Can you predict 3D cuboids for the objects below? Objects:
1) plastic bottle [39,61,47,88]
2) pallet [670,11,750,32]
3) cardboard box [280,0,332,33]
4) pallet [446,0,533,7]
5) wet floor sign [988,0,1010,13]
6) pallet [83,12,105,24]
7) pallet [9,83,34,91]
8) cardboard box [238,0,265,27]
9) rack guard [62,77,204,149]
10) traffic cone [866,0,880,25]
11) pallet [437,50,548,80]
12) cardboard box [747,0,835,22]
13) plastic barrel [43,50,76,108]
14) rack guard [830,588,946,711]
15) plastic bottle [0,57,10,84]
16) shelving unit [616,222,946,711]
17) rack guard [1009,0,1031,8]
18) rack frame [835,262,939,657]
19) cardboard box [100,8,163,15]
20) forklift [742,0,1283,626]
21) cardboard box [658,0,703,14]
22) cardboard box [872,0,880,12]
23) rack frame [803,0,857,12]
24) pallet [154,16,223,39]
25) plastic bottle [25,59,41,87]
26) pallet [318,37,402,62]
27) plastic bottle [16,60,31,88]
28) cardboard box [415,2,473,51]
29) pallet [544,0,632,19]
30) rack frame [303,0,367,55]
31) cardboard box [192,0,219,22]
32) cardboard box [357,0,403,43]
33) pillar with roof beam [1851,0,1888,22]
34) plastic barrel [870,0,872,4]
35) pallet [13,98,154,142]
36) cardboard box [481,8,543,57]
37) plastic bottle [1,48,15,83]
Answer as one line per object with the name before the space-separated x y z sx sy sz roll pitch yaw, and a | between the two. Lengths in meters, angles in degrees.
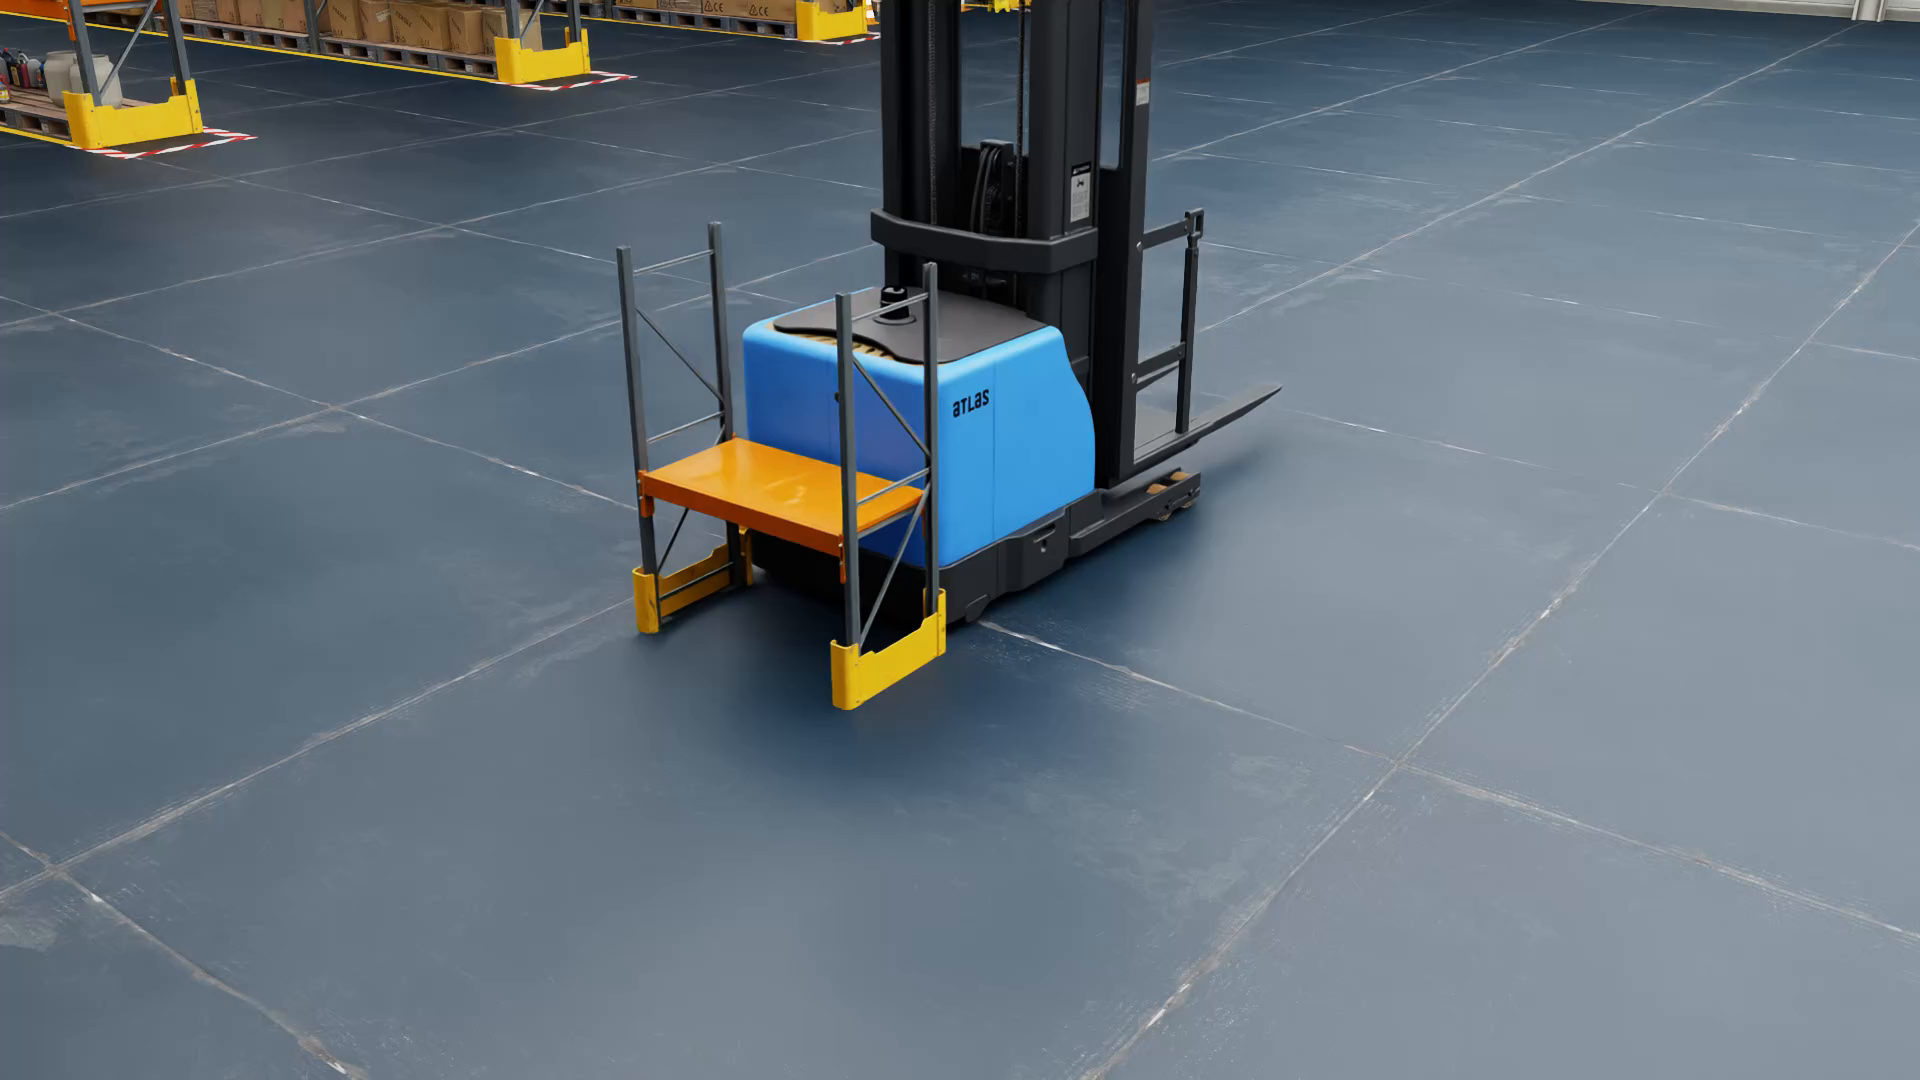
plastic bottle | -9.602 -4.890 17.466 0.097 0.271 0.097 0 24 0
pallet | -3.454 -7.603 24.245 1.213 0.211 1.003 17 29 33
cardboard box | -8.530 -7.020 22.018 0.500 0.500 0.700 14 28 29
pallet | -7.611 -8.860 27.096 1.213 0.211 1.003 17 29 33
wet floor sign | 0.603 -8.569 25.898 0.267 0.644 0.232 -15 28 -30
pallet | -12.810 -8.009 25.165 1.213 0.211 1.003 17 29 33
pallet | -10.510 -4.758 17.786 1.213 0.211 1.003 17 29 33
cardboard box | -9.348 -7.277 22.600 0.500 0.500 0.700 14 27 29
rack guard | -7.910 -4.102 15.939 0.348 0.500 1.175 17 29 33
traffic cone | -1.369 -7.842 24.474 0.334 0.463 0.336 17 29 33
pallet | -5.541 -5.790 20.130 1.213 0.211 1.003 17 29 33
cardboard box | -2.378 -7.779 23.298 0.875 0.875 0.875 17 29 34
plastic barrel | -8.795 -4.552 16.425 0.421 0.512 0.421 0 24 0
rack guard | -0.253 0.389 6.058 0.087 0.250 0.587 17 29 33
plastic bottle | -10.249 -5.001 17.713 0.135 0.276 0.152 17 29 33
shelving unit | -0.653 -0.303 6.077 1.083 1.500 0.587 17 29 33
rack guard | 1.032 -8.912 26.857 0.348 0.500 1.175 17 29 33
rack frame | -0.238 -0.179 5.795 0.032 1.500 0.500 17 29 33
cardboard box | -11.792 -8.168 24.183 0.875 0.875 1.225 15 28 31
forklift | 0.444 -1.536 7.102 1.130 2.935 3.031 18 29 35
cardboard box | -3.811 -8.212 24.282 0.875 0.875 0.875 17 29 34
cardboard box | -1.167 -8.398 26.126 0.380 0.149 0.250 -10 26 -21
rack frame | -1.795 -8.416 22.631 0.127 3.000 1.000 17 29 33
pallet | -10.628 -7.309 23.577 1.213 0.211 1.003 17 29 33
plastic bottle | -9.794 -4.937 17.566 0.135 0.276 0.152 17 29 34
pallet | -7.493 -6.380 21.469 1.213 0.211 1.003 17 29 33
plastic bottle | -9.858 -4.905 17.486 0.133 0.283 0.061 17 29 33
cardboard box | -6.329 -6.336 20.489 0.500 0.500 0.500 20 31 38
pallet | -5.659 -8.270 25.757 1.213 0.211 1.003 17 29 33
rack frame | -8.052 -7.807 21.250 0.127 3.000 1.000 17 29 33
cardboard box | -10.253 -7.547 23.212 0.500 0.500 0.700 14 27 29
cardboard box | -7.293 -6.610 21.111 0.500 0.500 0.500 -16 28 -31
pillar with roof beam | 11.070 -10.554 20.042 0.400 9.000 9.100 17 29 33
plastic barrel | -1.468 -8.870 26.856 0.512 0.421 0.421 -5 24 -12
pallet | -8.557 -4.168 16.447 1.213 0.211 1.003 17 29 33
cardboard box | -5.341 -6.045 19.829 0.500 0.500 0.500 -20 31 -38
plastic bottle | -10.180 -5.089 17.821 0.185 0.351 0.144 15 28 31
